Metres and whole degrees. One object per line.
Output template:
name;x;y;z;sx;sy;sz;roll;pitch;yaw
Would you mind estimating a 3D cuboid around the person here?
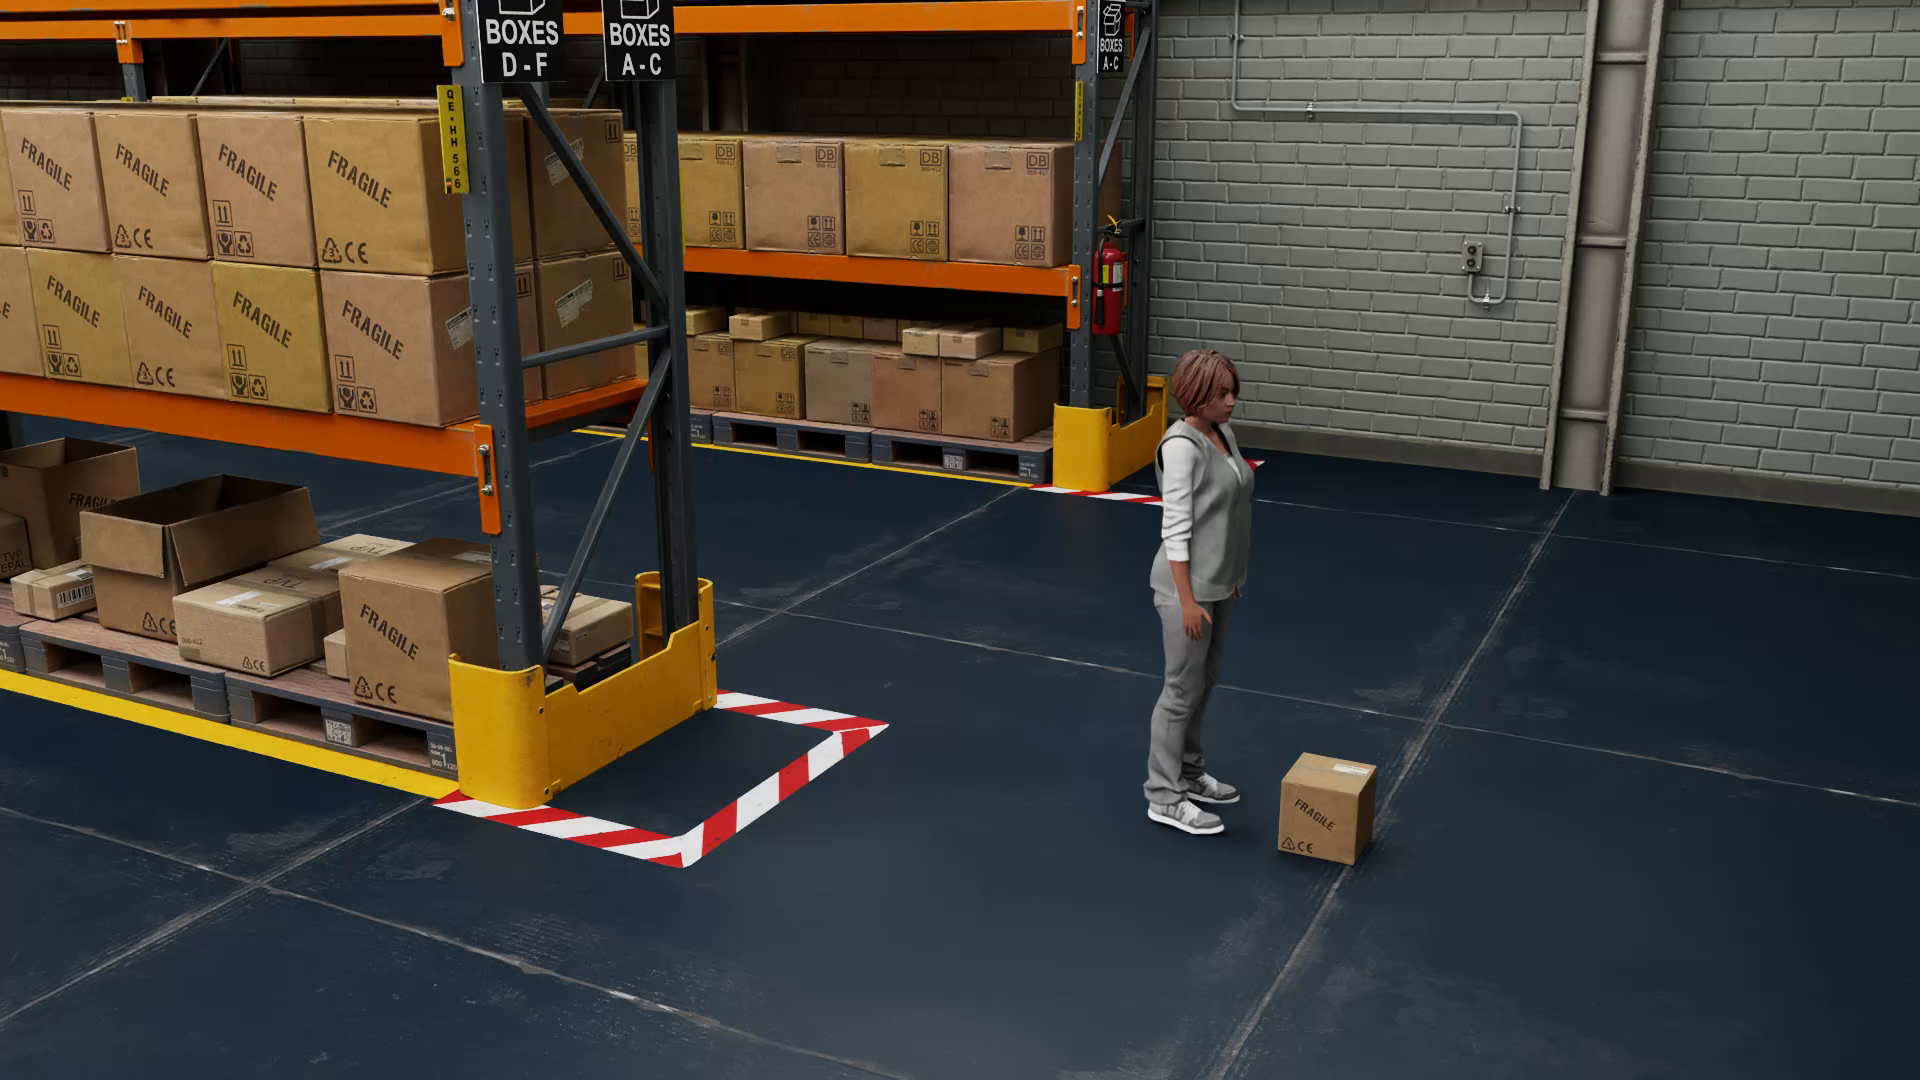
person;0.784;0.172;5.456;0.310;1.614;0.427;8;18;27
